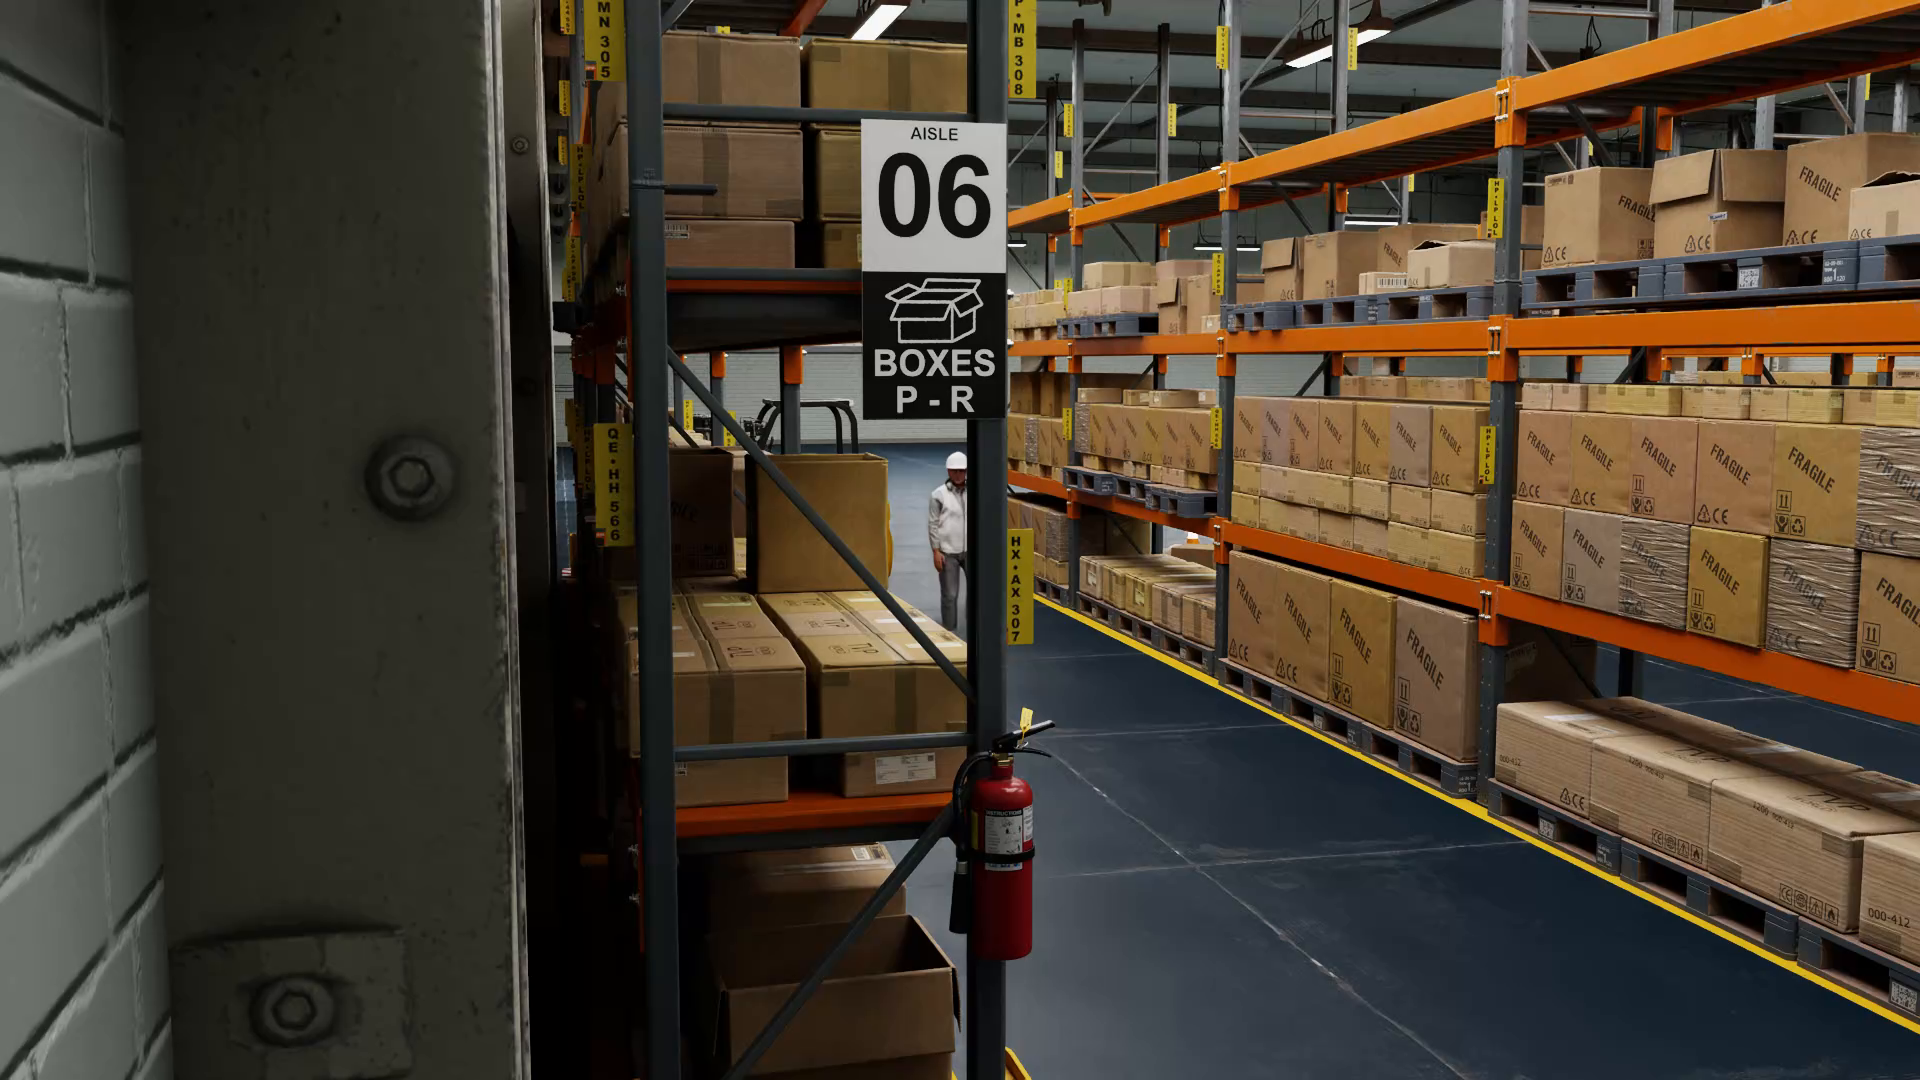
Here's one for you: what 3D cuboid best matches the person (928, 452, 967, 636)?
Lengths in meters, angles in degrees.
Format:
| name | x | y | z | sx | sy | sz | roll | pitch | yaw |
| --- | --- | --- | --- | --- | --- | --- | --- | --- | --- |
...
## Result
| name | x | y | z | sx | sy | sz | roll | pitch | yaw |
| --- | --- | --- | --- | --- | --- | --- | --- | --- | --- |
| person | -0.001 | 0.138 | 14.716 | 0.578 | 1.841 | 0.606 | -1 | 6 | -13 |
